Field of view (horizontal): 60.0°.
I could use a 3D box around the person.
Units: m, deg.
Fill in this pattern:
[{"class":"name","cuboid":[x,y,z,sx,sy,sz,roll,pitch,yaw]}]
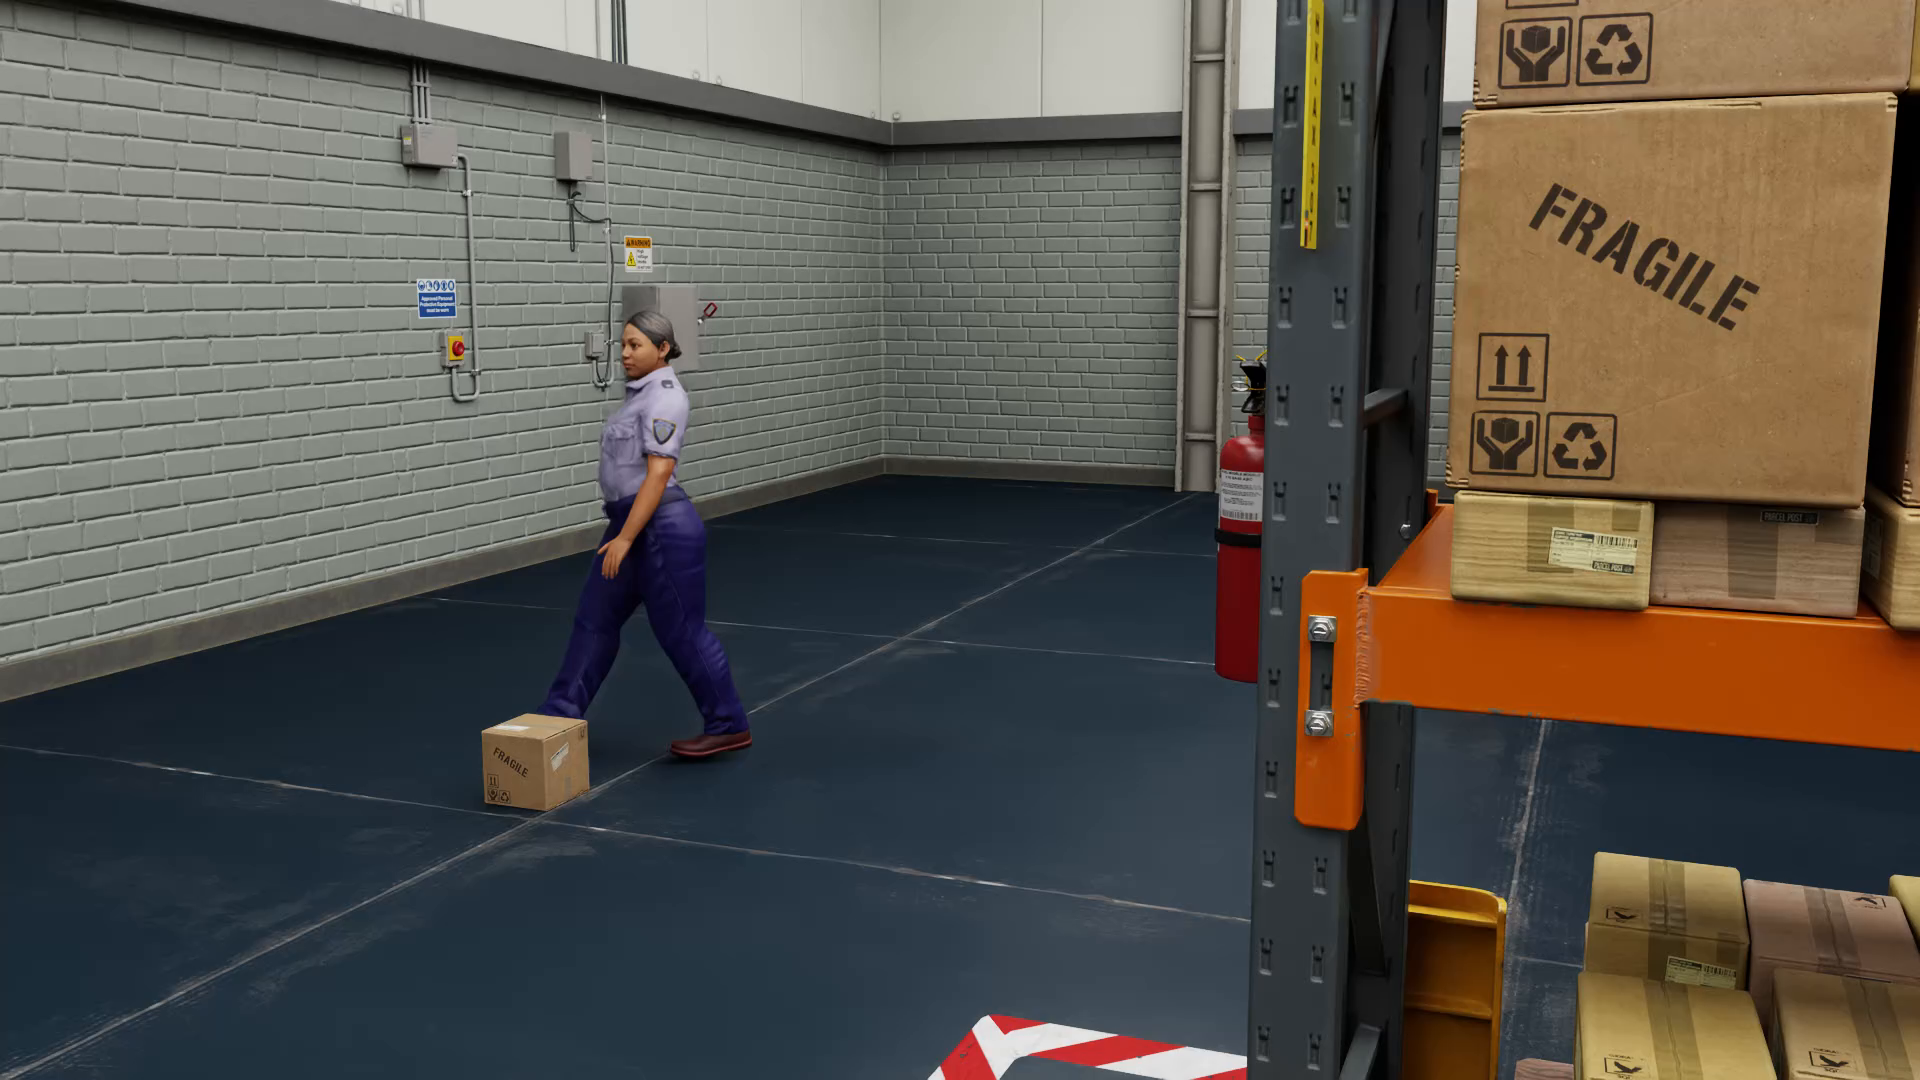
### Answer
[{"class":"person","cuboid":[-1.225,-0.010,5.948,0.900,1.609,0.518,-4,9,-22]}]
